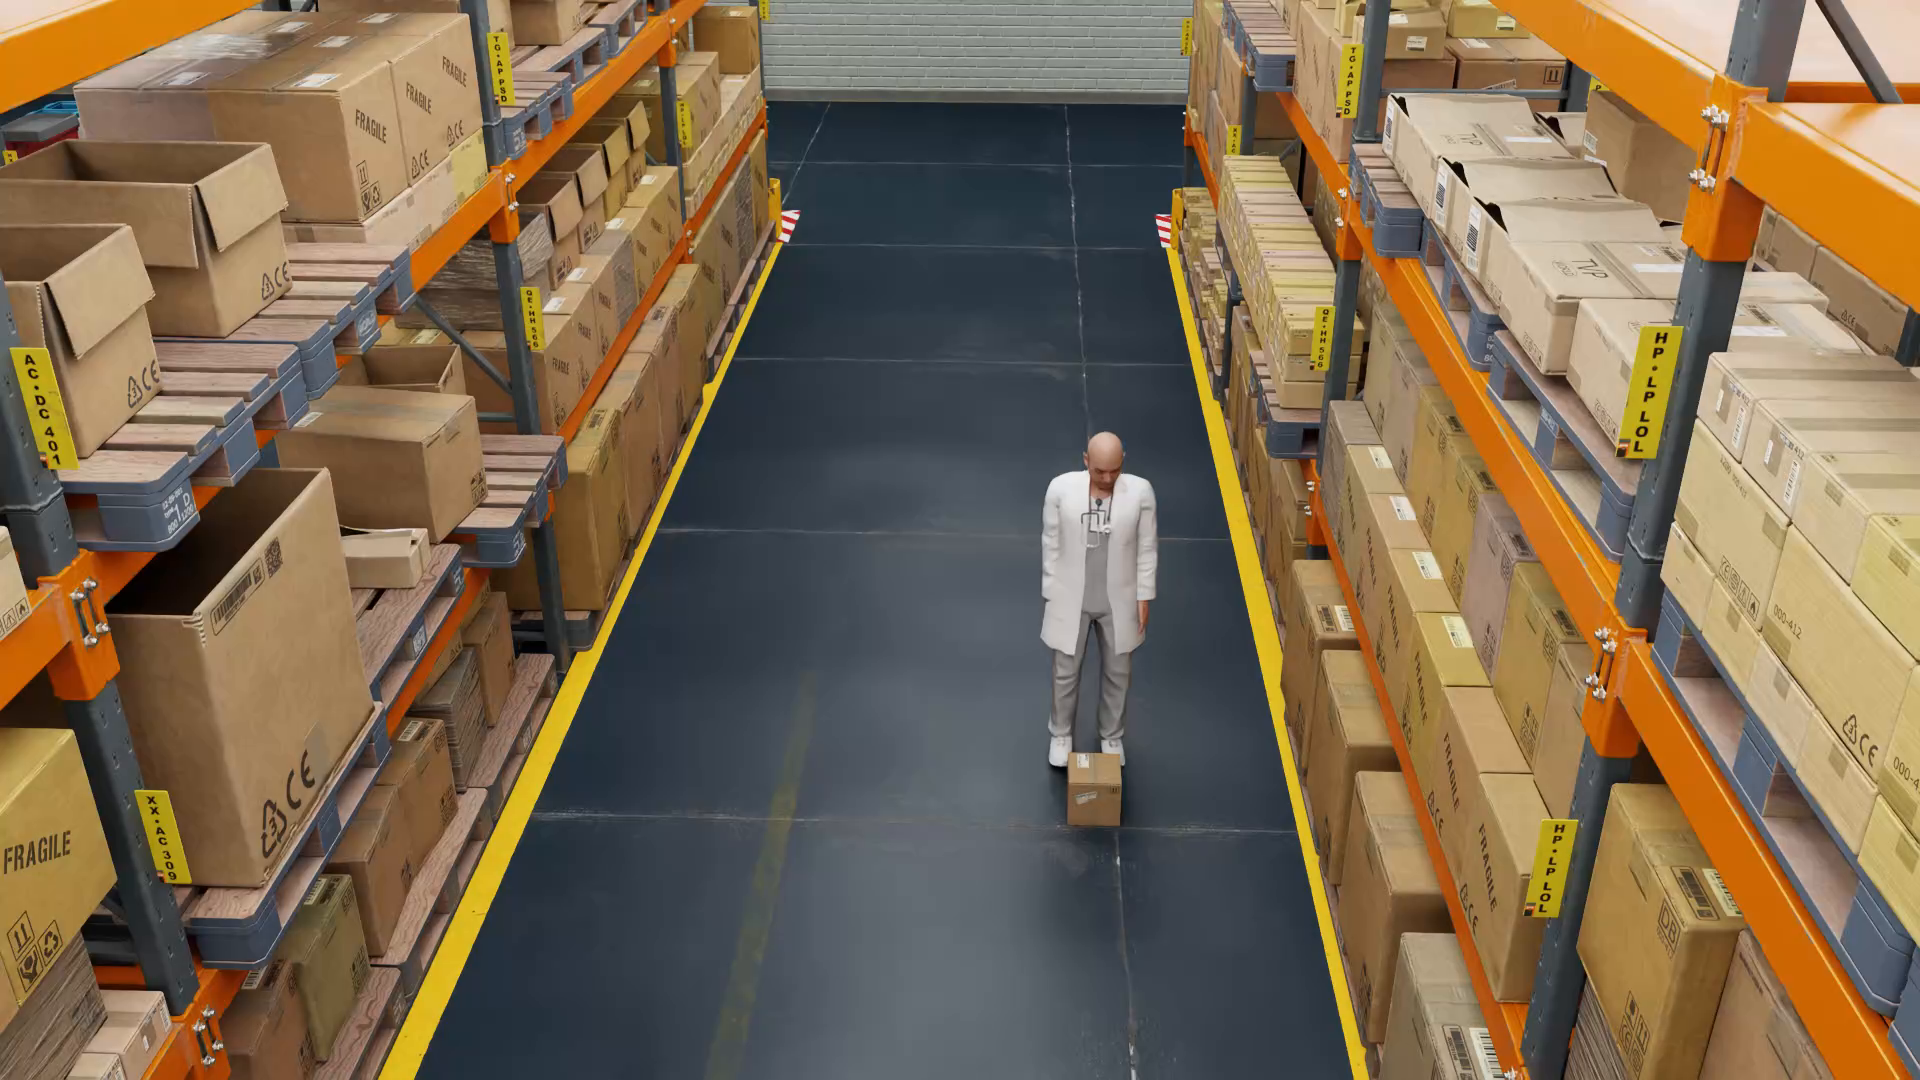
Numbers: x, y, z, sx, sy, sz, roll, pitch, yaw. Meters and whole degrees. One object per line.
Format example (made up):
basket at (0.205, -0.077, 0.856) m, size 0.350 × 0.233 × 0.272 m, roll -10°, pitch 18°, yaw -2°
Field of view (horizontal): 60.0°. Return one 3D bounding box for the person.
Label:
person at (0.672, 0.296, 8.086) m, size 0.564 × 1.769 × 0.376 m, roll 1°, pitch 28°, yaw 2°
